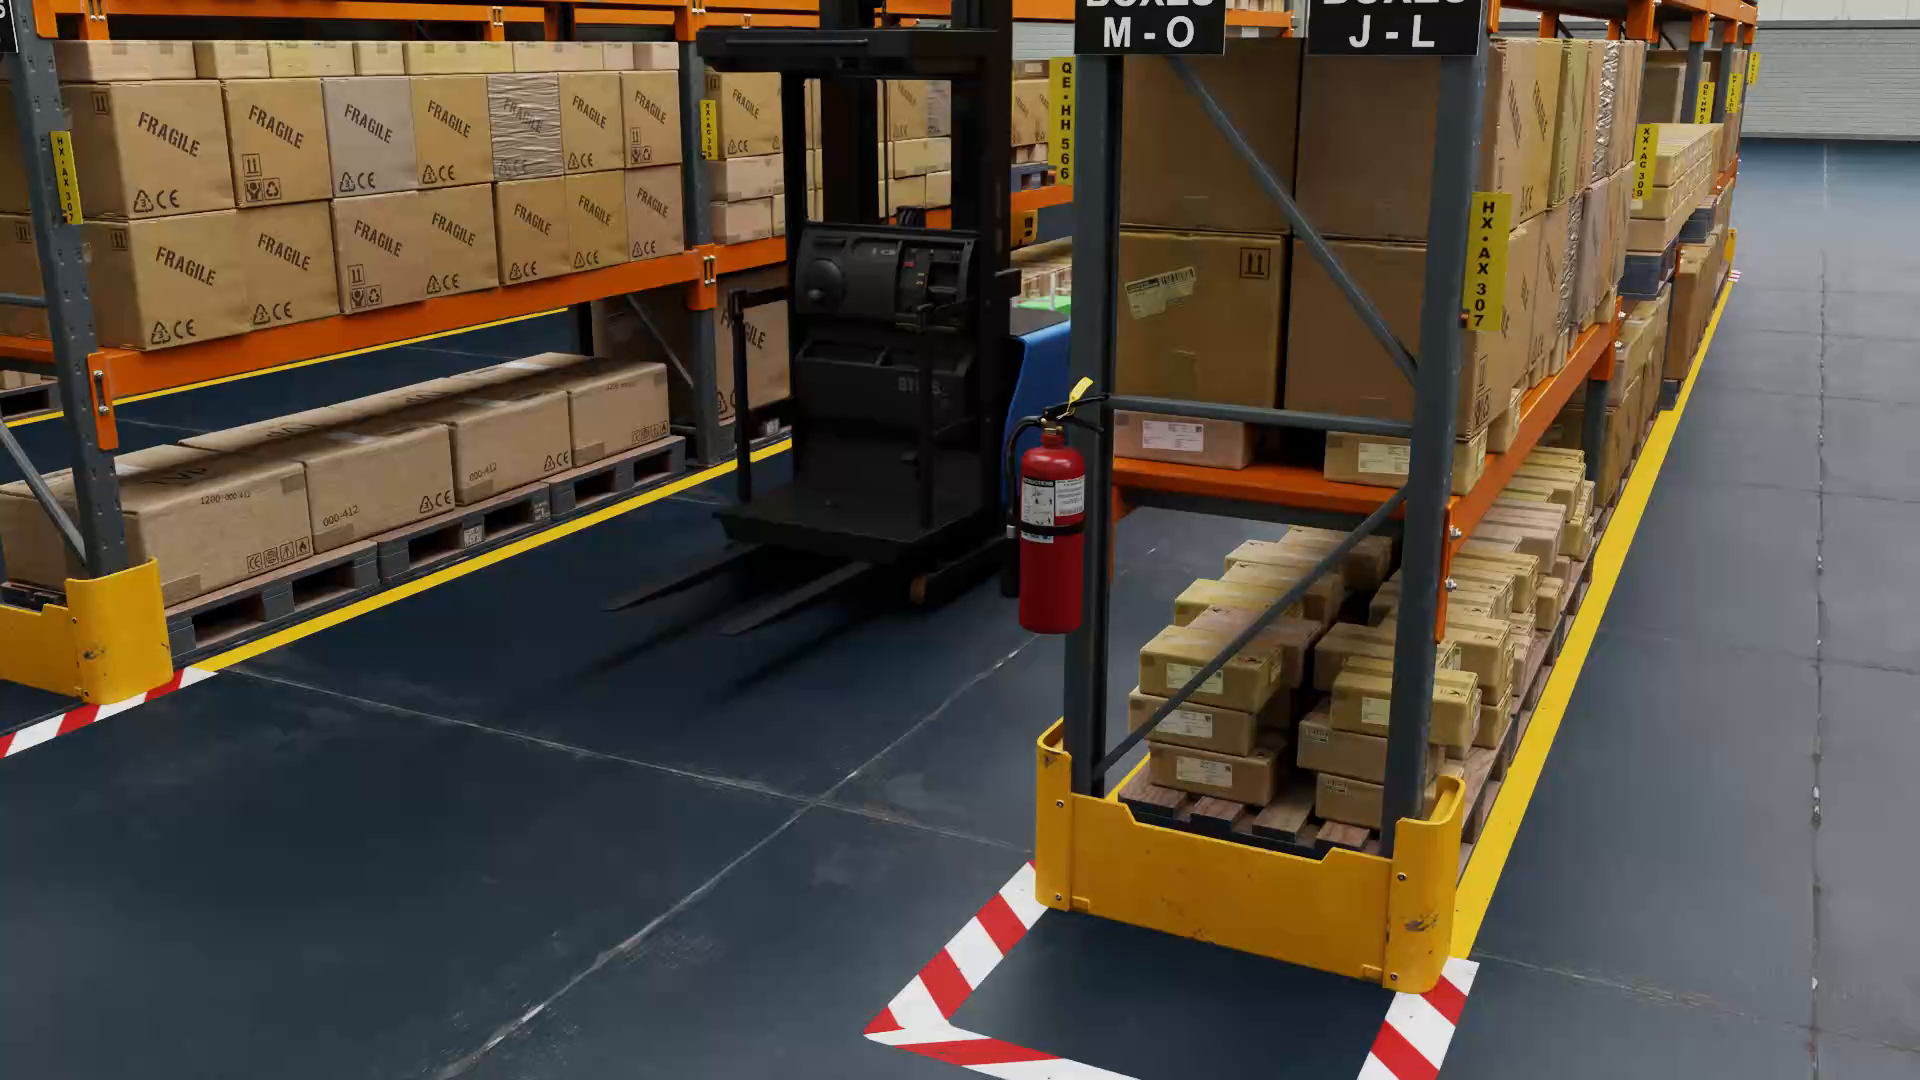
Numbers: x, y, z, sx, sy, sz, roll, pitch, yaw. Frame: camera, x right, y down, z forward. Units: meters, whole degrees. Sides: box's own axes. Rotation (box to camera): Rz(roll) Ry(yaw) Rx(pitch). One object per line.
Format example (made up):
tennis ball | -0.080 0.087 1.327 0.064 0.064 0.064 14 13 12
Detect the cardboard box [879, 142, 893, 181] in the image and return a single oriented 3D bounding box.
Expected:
cardboard box | -0.789 -2.574 11.309 0.500 0.250 0.500 7 18 24

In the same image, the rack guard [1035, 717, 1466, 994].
rack guard | 0.801 0.862 4.744 1.175 0.500 0.348 8 18 25

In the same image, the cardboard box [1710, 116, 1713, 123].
cardboard box | 6.283 -3.541 14.914 0.875 0.550 0.550 8 18 25

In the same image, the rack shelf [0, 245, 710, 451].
rack shelf | -2.813 -1.086 8.174 1.077 0.370 4.000 8 18 25

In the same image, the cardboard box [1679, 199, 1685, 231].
cardboard box | 3.602 -1.722 8.757 0.380 0.149 0.250 7 18 23

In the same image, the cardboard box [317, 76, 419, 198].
cardboard box | -2.790 -1.799 7.381 0.500 0.500 0.500 8 18 25

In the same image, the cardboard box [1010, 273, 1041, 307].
cardboard box | 0.129 -2.043 14.012 0.950 0.372 0.625 7 18 22

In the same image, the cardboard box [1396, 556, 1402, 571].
cardboard box | 1.729 0.017 6.948 0.380 0.149 0.250 9 19 28

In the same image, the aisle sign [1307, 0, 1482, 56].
aisle sign | 1.003 -1.506 3.762 0.394 0.787 0.004 8 18 25

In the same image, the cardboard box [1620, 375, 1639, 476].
cardboard box | 3.357 -0.628 9.024 0.500 0.500 0.500 9 19 28

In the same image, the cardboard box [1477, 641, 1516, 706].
cardboard box | 1.645 0.417 5.598 0.380 0.149 0.250 9 19 27

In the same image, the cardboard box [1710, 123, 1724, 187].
cardboard box | 6.135 -3.255 14.038 0.500 0.500 0.500 8 18 25

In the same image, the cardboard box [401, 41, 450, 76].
cardboard box | -2.570 -2.204 7.606 0.380 0.149 0.250 8 18 24

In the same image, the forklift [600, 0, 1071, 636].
forklift | -0.458 -1.245 7.567 1.130 2.935 3.031 9 19 27

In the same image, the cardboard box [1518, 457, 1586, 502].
cardboard box | 2.549 -0.262 7.362 0.380 0.149 0.250 8 18 26

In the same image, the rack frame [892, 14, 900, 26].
rack frame | -0.132 -2.959 13.217 1.000 3.000 0.127 8 18 25

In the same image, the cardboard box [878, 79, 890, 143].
cardboard box | -0.811 -2.936 11.208 0.500 0.500 0.500 8 18 24

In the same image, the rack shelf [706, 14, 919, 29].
rack shelf | -1.893 -6.211 20.161 1.077 0.370 4.000 8 18 25

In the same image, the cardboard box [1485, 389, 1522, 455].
cardboard box | 1.450 -0.369 4.940 0.380 0.149 0.250 8 18 24

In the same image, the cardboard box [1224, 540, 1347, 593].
cardboard box | 1.185 0.124 6.064 0.380 0.149 0.250 9 19 27

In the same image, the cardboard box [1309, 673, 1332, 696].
cardboard box | 1.134 0.488 5.881 0.380 0.149 0.250 8 18 26

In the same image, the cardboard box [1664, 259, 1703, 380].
cardboard box | 4.694 -1.621 11.928 1.050 0.750 0.750 8 18 25

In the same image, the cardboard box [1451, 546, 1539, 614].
cardboard box | 1.875 0.135 6.025 0.380 0.149 0.250 8 19 26

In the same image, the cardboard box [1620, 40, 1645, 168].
cardboard box | 2.586 -1.851 7.036 0.500 0.500 0.500 7 18 23

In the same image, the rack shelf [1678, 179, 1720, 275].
rack shelf | 5.235 -2.519 13.001 1.077 0.370 4.000 8 18 25

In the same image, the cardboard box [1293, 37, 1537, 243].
cardboard box | 1.205 -1.067 4.395 0.500 0.500 0.500 8 18 25

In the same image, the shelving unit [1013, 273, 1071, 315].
shelving unit | 0.506 -0.849 9.267 0.258 1.200 0.503 8 18 26

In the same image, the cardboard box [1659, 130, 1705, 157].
cardboard box | 4.072 -2.278 9.585 0.380 0.149 0.250 8 18 25

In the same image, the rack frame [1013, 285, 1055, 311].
rack frame | 0.393 -0.790 9.059 0.240 1.200 0.015 8 18 26

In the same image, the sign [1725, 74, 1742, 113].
sign | 6.619 -3.824 14.237 0.100 0.325 0.005 8 18 25

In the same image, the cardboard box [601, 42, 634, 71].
cardboard box | -1.987 -2.606 8.958 0.380 0.149 0.250 9 19 27

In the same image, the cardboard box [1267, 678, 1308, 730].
cardboard box | 0.912 0.475 5.403 0.380 0.149 0.250 8 18 24

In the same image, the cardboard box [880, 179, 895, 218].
cardboard box | -0.782 -2.333 11.375 0.500 0.250 0.500 8 18 24

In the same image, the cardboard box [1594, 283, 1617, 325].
cardboard box | 2.618 -1.033 7.176 0.380 0.149 0.250 8 18 24

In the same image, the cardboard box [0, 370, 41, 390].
cardboard box | -6.507 -1.191 11.330 0.396 0.266 0.258 9 19 27

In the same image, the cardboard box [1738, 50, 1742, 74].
cardboard box | 7.060 -4.464 16.124 0.875 0.550 0.500 8 18 25

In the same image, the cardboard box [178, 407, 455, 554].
cardboard box | -3.100 -0.309 8.059 0.875 0.438 0.875 9 19 27

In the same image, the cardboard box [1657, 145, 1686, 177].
cardboard box | 3.378 -1.880 8.246 0.380 0.149 0.250 8 18 26

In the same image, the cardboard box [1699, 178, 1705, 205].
cardboard box | 4.305 -2.123 10.107 0.380 0.149 0.250 8 19 26

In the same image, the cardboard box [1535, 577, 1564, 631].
cardboard box | 2.221 0.236 6.730 0.380 0.149 0.250 8 18 25

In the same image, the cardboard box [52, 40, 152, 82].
cardboard box | -3.300 -1.814 6.294 0.380 0.149 0.250 9 19 27

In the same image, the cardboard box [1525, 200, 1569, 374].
cardboard box | 1.661 -0.849 5.418 0.500 0.500 0.500 8 18 26

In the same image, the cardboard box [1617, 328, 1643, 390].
cardboard box | 3.356 -0.989 8.921 0.500 0.250 0.500 9 19 27

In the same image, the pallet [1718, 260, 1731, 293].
pallet | 7.629 -2.842 17.722 1.003 0.211 1.213 8 18 25

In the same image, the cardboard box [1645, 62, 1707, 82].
cardboard box | 5.684 -3.642 13.587 0.700 0.500 0.500 8 18 24

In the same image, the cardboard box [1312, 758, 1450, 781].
cardboard box | 1.331 0.679 5.241 0.380 0.149 0.250 8 18 25

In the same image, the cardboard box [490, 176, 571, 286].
cardboard box | -2.334 -1.575 8.385 0.500 0.500 0.500 8 18 25

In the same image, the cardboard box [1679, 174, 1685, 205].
cardboard box | 3.486 -1.799 8.496 0.380 0.149 0.250 7 18 23

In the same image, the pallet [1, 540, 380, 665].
pallet | -3.419 0.202 7.473 1.003 0.211 1.213 8 18 25

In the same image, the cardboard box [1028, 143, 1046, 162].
cardboard box | 0.499 -3.230 13.836 0.380 0.149 0.250 7 18 22

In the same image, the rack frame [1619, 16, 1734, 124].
rack frame | 6.129 -3.374 14.614 1.000 3.000 0.127 8 18 25

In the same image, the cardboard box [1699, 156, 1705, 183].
cardboard box | 4.183 -2.195 9.828 0.380 0.149 0.250 8 18 25

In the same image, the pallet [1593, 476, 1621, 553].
pallet | 2.901 -0.198 8.819 1.003 0.211 1.213 8 18 25

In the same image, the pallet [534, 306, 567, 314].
pallet | -4.171 -2.457 16.427 1.003 0.211 1.213 8 18 25
